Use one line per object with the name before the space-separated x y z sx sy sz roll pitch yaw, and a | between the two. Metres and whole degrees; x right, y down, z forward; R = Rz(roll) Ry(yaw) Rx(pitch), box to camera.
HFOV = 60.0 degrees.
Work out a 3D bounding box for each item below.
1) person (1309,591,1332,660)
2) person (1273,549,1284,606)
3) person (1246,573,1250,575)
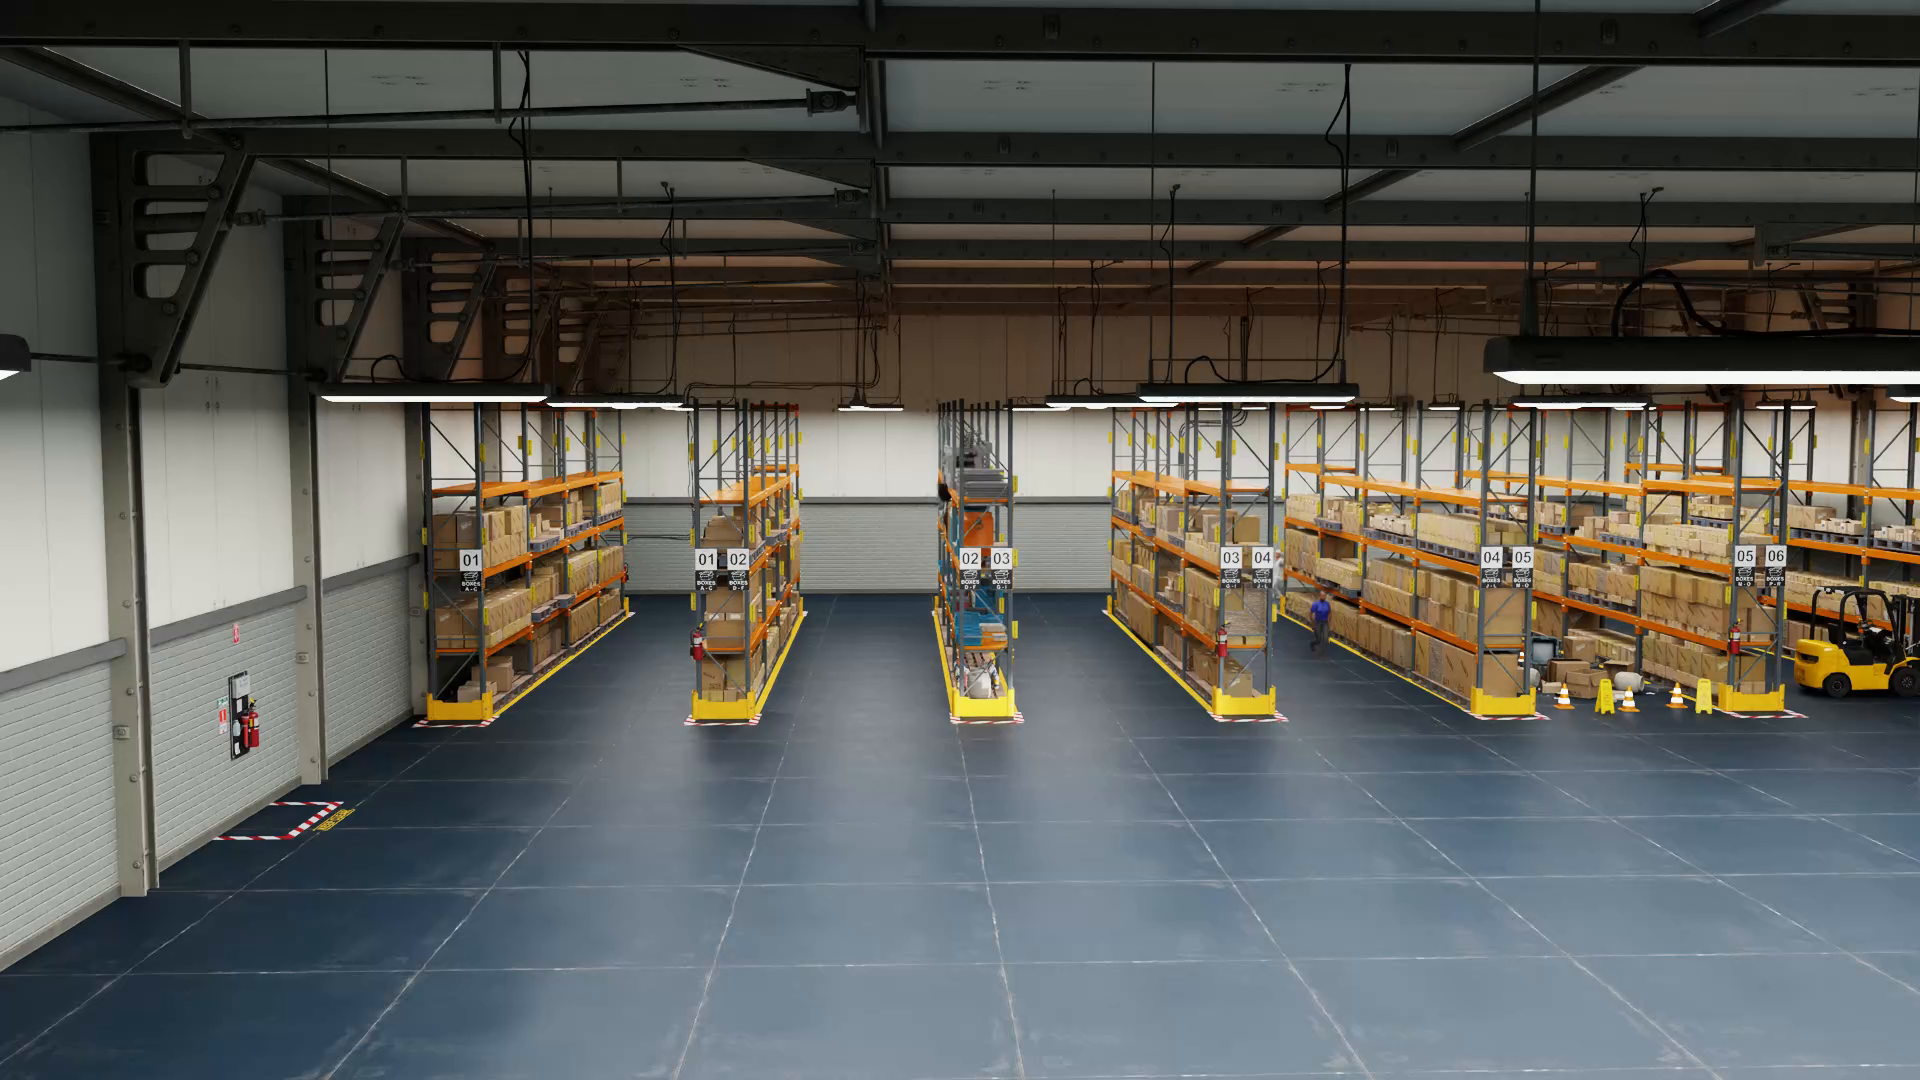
person | 8.424 1.983 38.912 0.558 1.596 0.592 -1 4 -11
person | 9.310 1.146 48.789 0.699 1.800 0.718 -1 5 -17
person | 8.157 1.226 48.102 0.785 1.693 0.582 3 5 36
